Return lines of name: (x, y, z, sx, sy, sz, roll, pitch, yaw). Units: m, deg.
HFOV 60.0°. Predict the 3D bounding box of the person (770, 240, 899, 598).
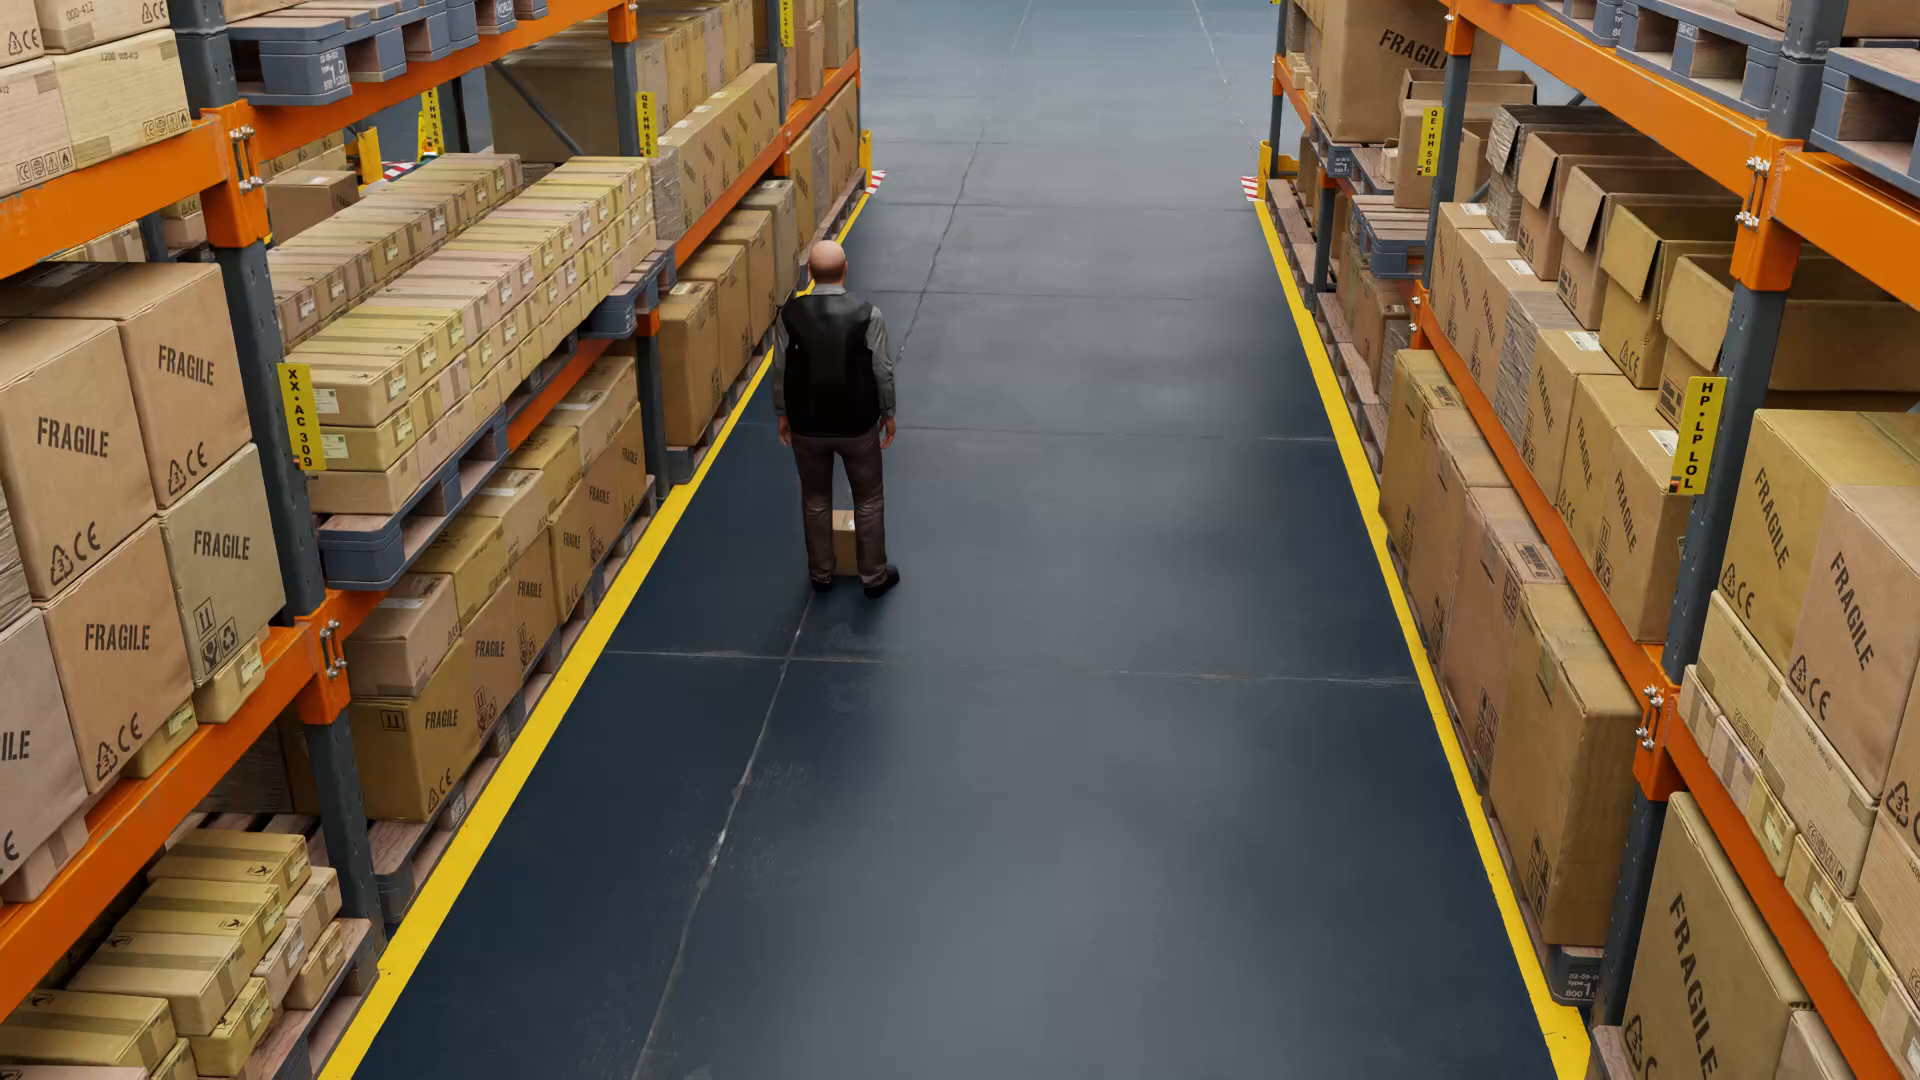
person: (-0.590, -0.551, 7.849, 0.582, 1.721, 0.461, 2, 24, 4)
